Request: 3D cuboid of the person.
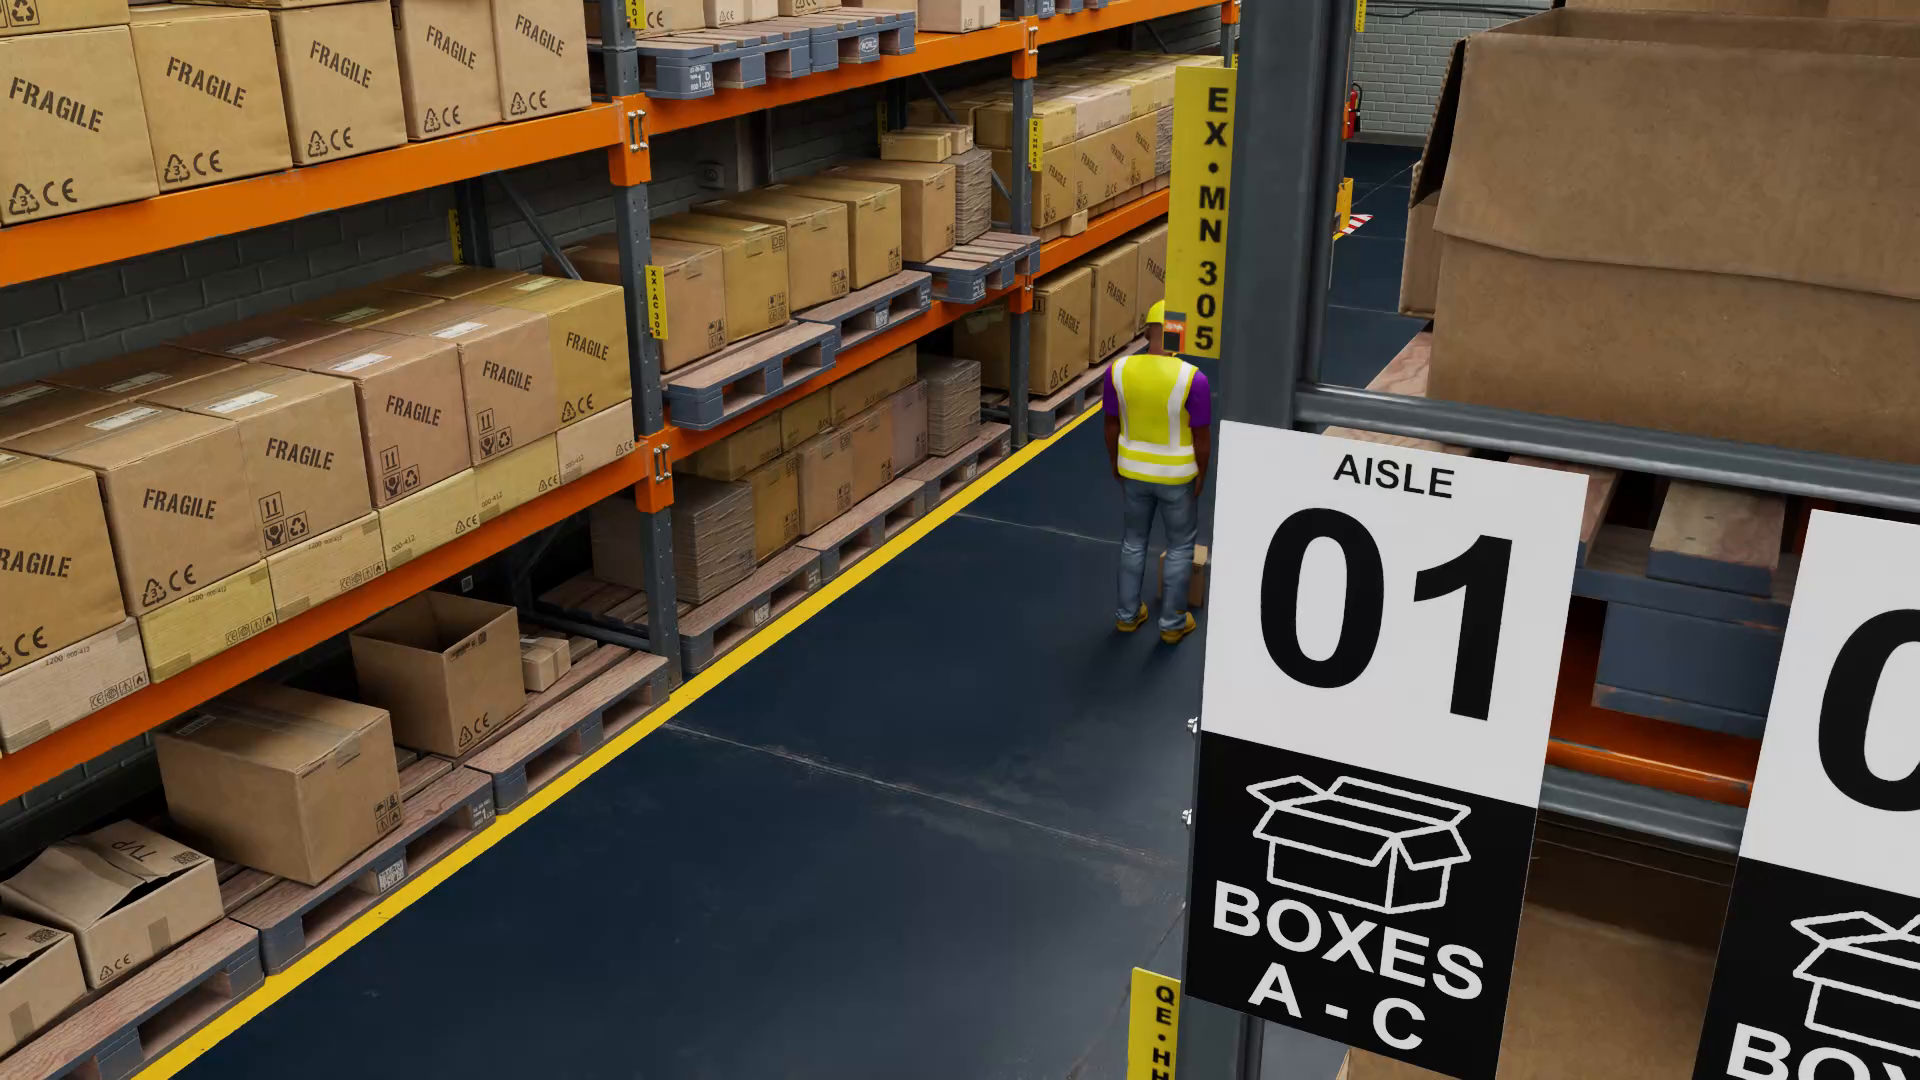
[{"bbox_3d":[0.996,-0.350,8.422,0.573,1.752,0.384,12,25,26],"label":"person"}]
